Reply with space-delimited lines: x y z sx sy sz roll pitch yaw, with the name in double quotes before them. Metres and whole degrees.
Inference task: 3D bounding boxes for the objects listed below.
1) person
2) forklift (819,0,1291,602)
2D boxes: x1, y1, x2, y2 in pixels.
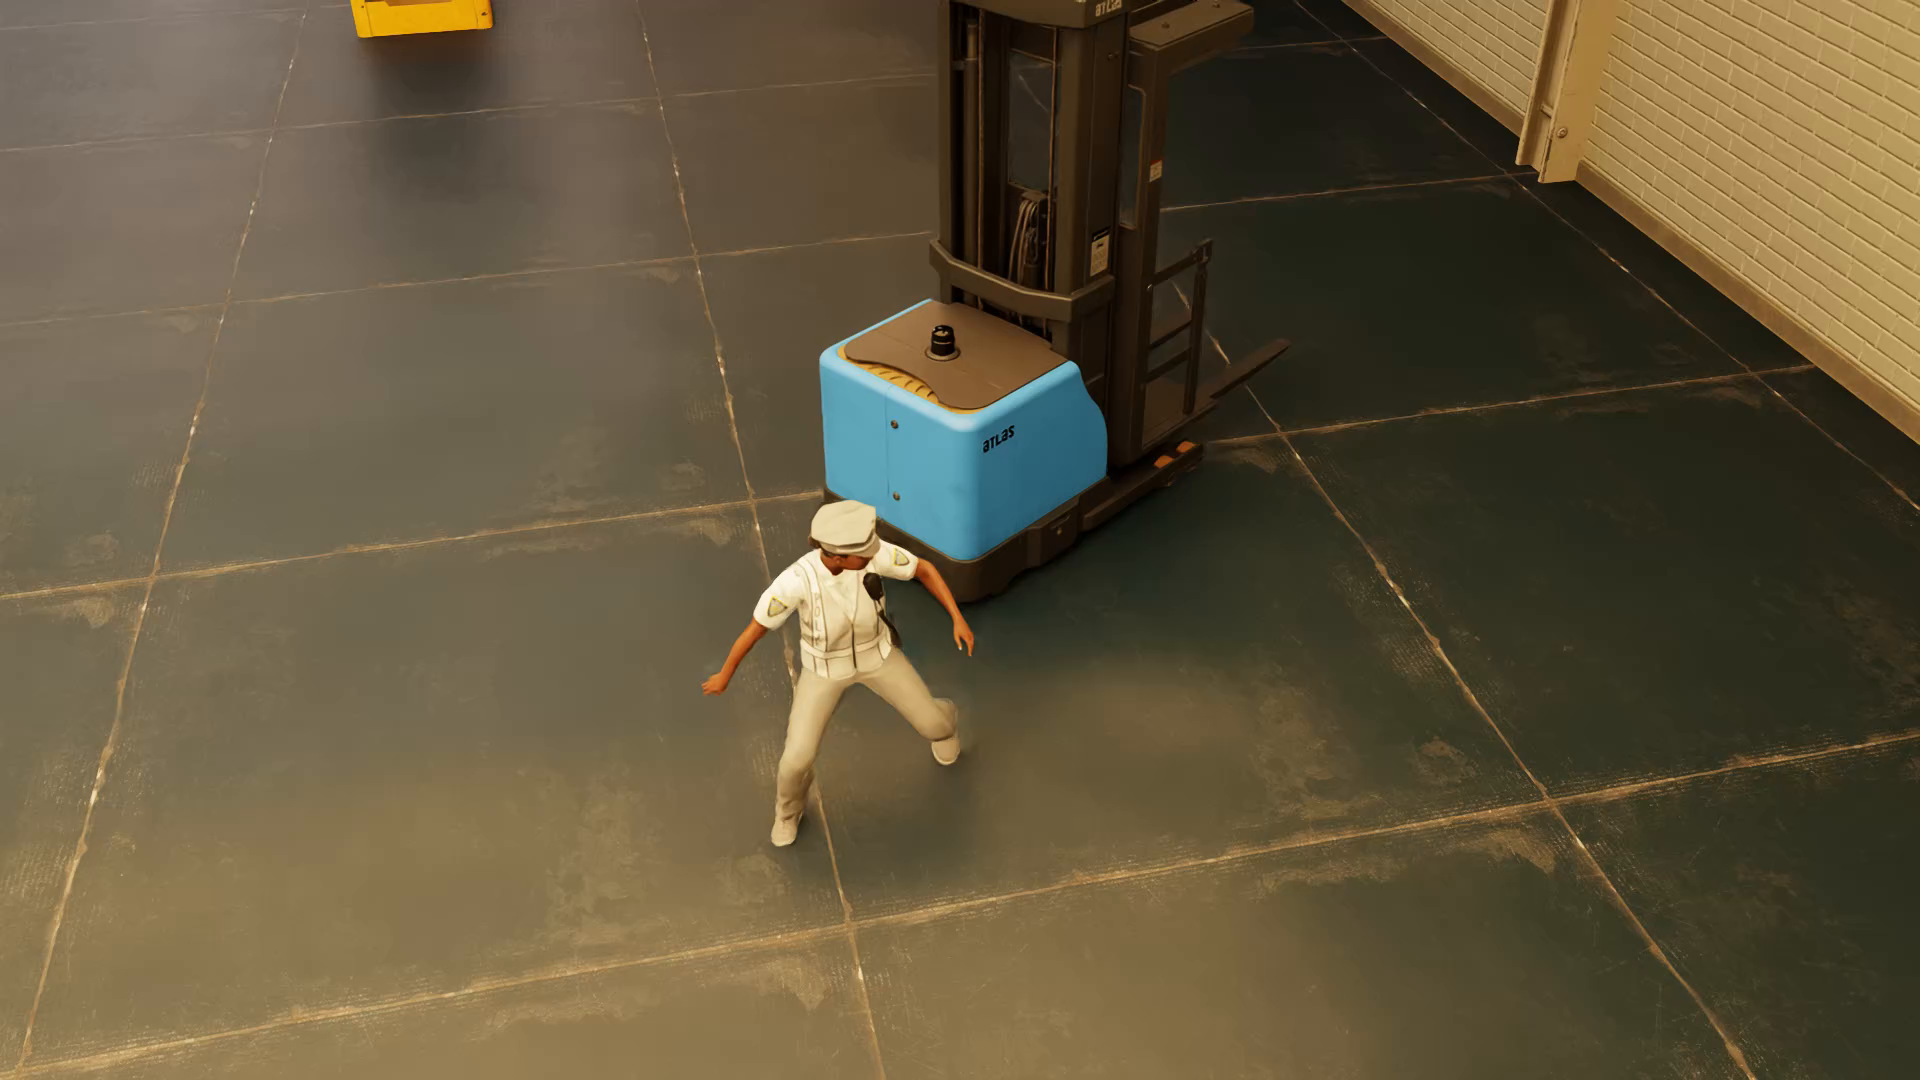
"person" -0.478 0.517 6.608 1.076 1.560 0.465 -11 37 -14
"forklift" 0.679 -1.661 8.358 1.130 2.935 3.031 29 44 34
